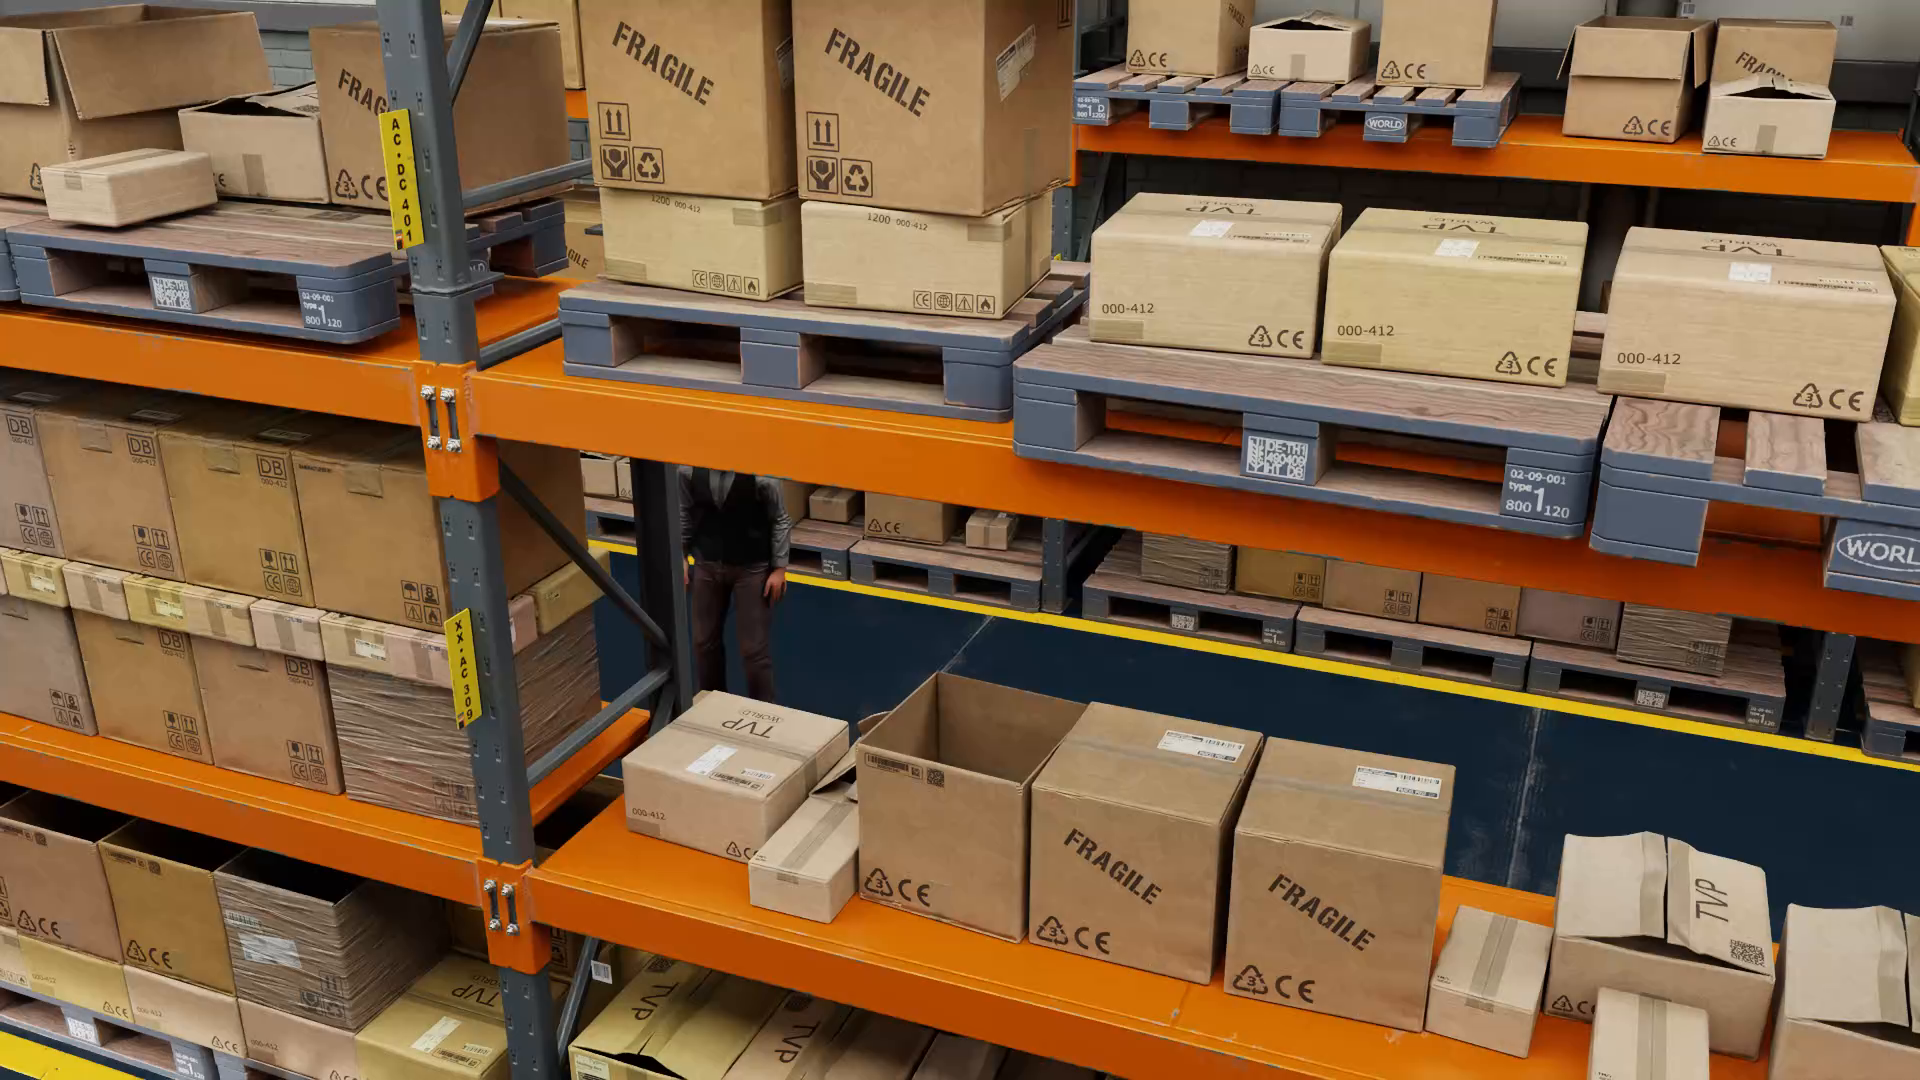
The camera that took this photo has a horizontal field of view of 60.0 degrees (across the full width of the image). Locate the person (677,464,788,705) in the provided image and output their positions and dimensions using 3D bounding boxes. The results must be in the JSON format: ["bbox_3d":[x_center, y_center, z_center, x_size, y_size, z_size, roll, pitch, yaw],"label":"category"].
[{"bbox_3d":[-1.098,0.131,8.029,0.585,1.720,0.412,8,24,19],"label":"person"}]
